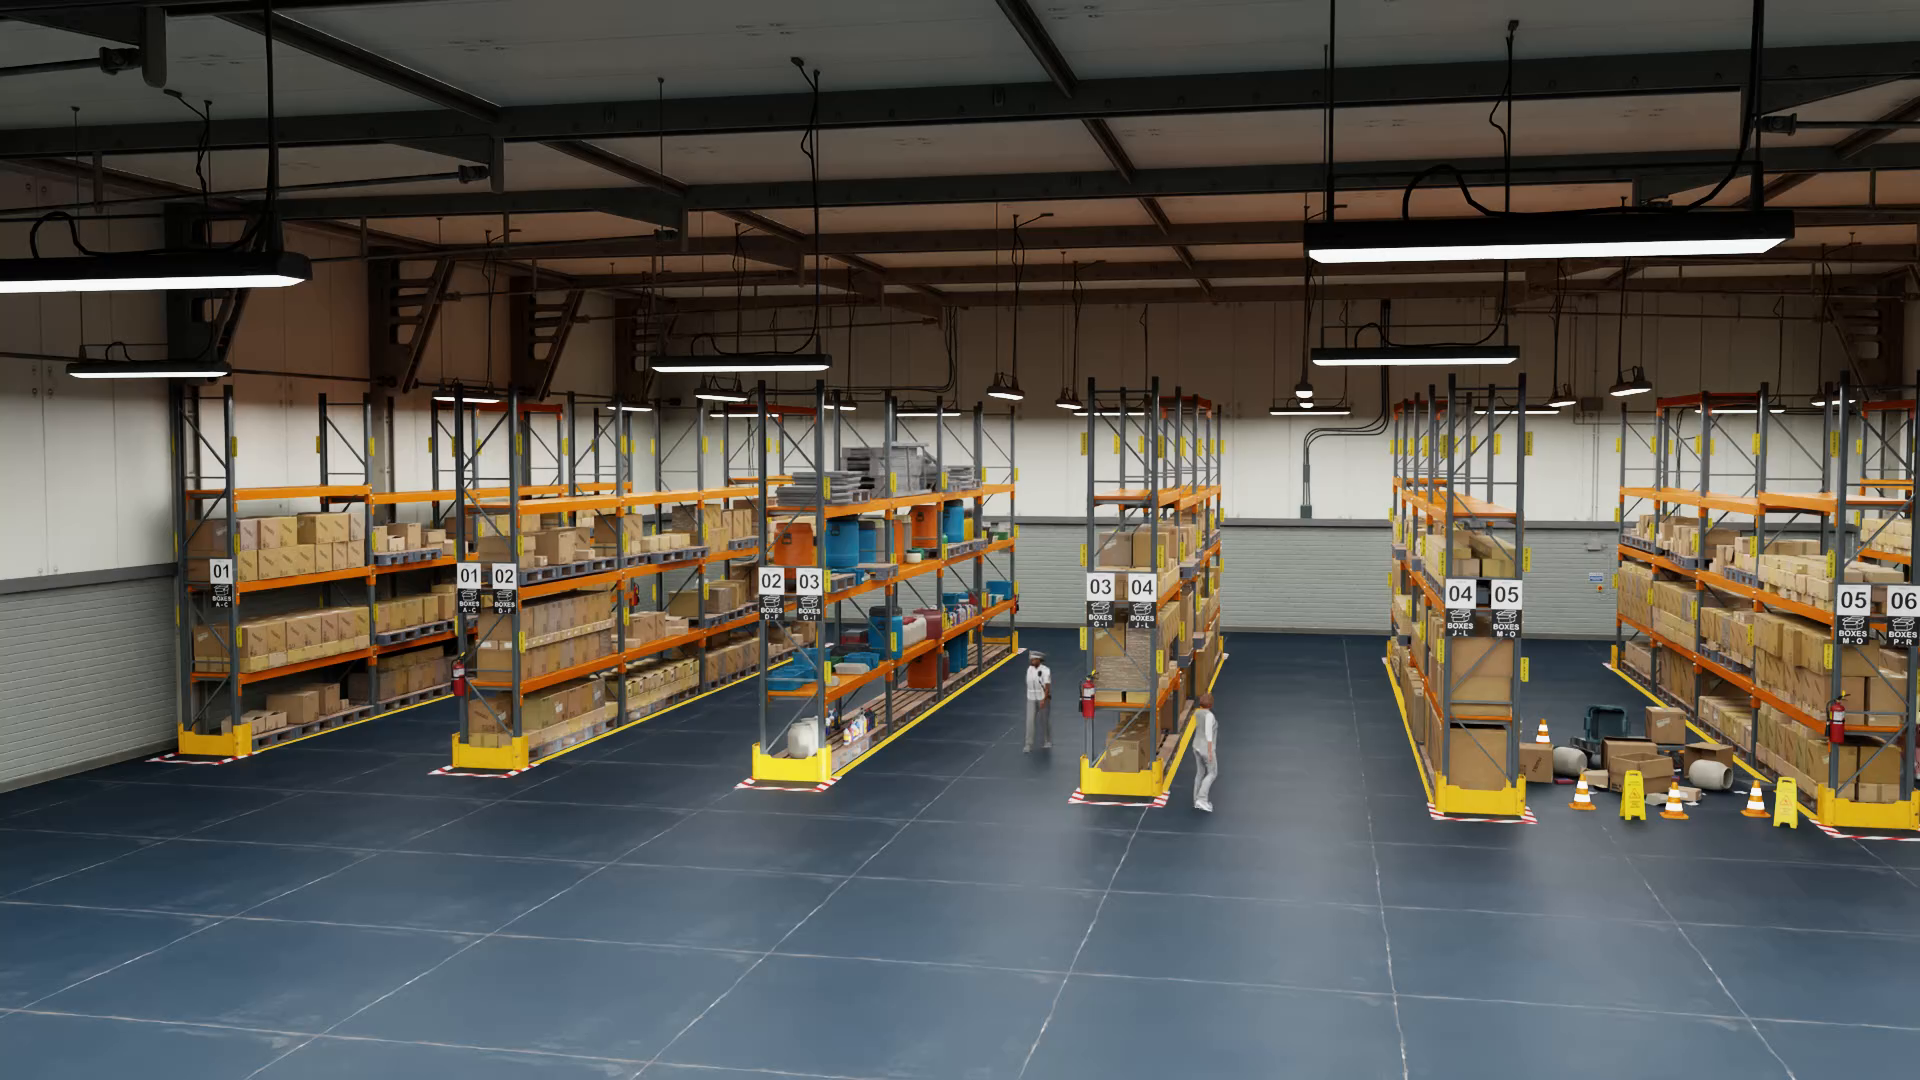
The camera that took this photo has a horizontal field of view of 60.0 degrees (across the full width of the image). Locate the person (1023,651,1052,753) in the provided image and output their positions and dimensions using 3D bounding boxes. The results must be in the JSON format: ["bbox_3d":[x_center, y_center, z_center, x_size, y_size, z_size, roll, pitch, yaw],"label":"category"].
[{"bbox_3d":[1.257,2.636,27.279,0.472,1.634,0.913,1,4,25],"label":"person"}]

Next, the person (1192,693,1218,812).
[{"bbox_3d":[3.373,2.925,22.991,0.379,1.622,0.484,-2,4,-26],"label":"person"}]

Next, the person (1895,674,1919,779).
[{"bbox_3d":[14.486,2.814,25.273,0.522,1.561,0.703,1,3,15],"label":"person"}]

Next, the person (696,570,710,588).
[{"bbox_3d":[-7.073,1.603,45.726,0.789,1.642,0.441,2,4,38],"label":"person"}]
